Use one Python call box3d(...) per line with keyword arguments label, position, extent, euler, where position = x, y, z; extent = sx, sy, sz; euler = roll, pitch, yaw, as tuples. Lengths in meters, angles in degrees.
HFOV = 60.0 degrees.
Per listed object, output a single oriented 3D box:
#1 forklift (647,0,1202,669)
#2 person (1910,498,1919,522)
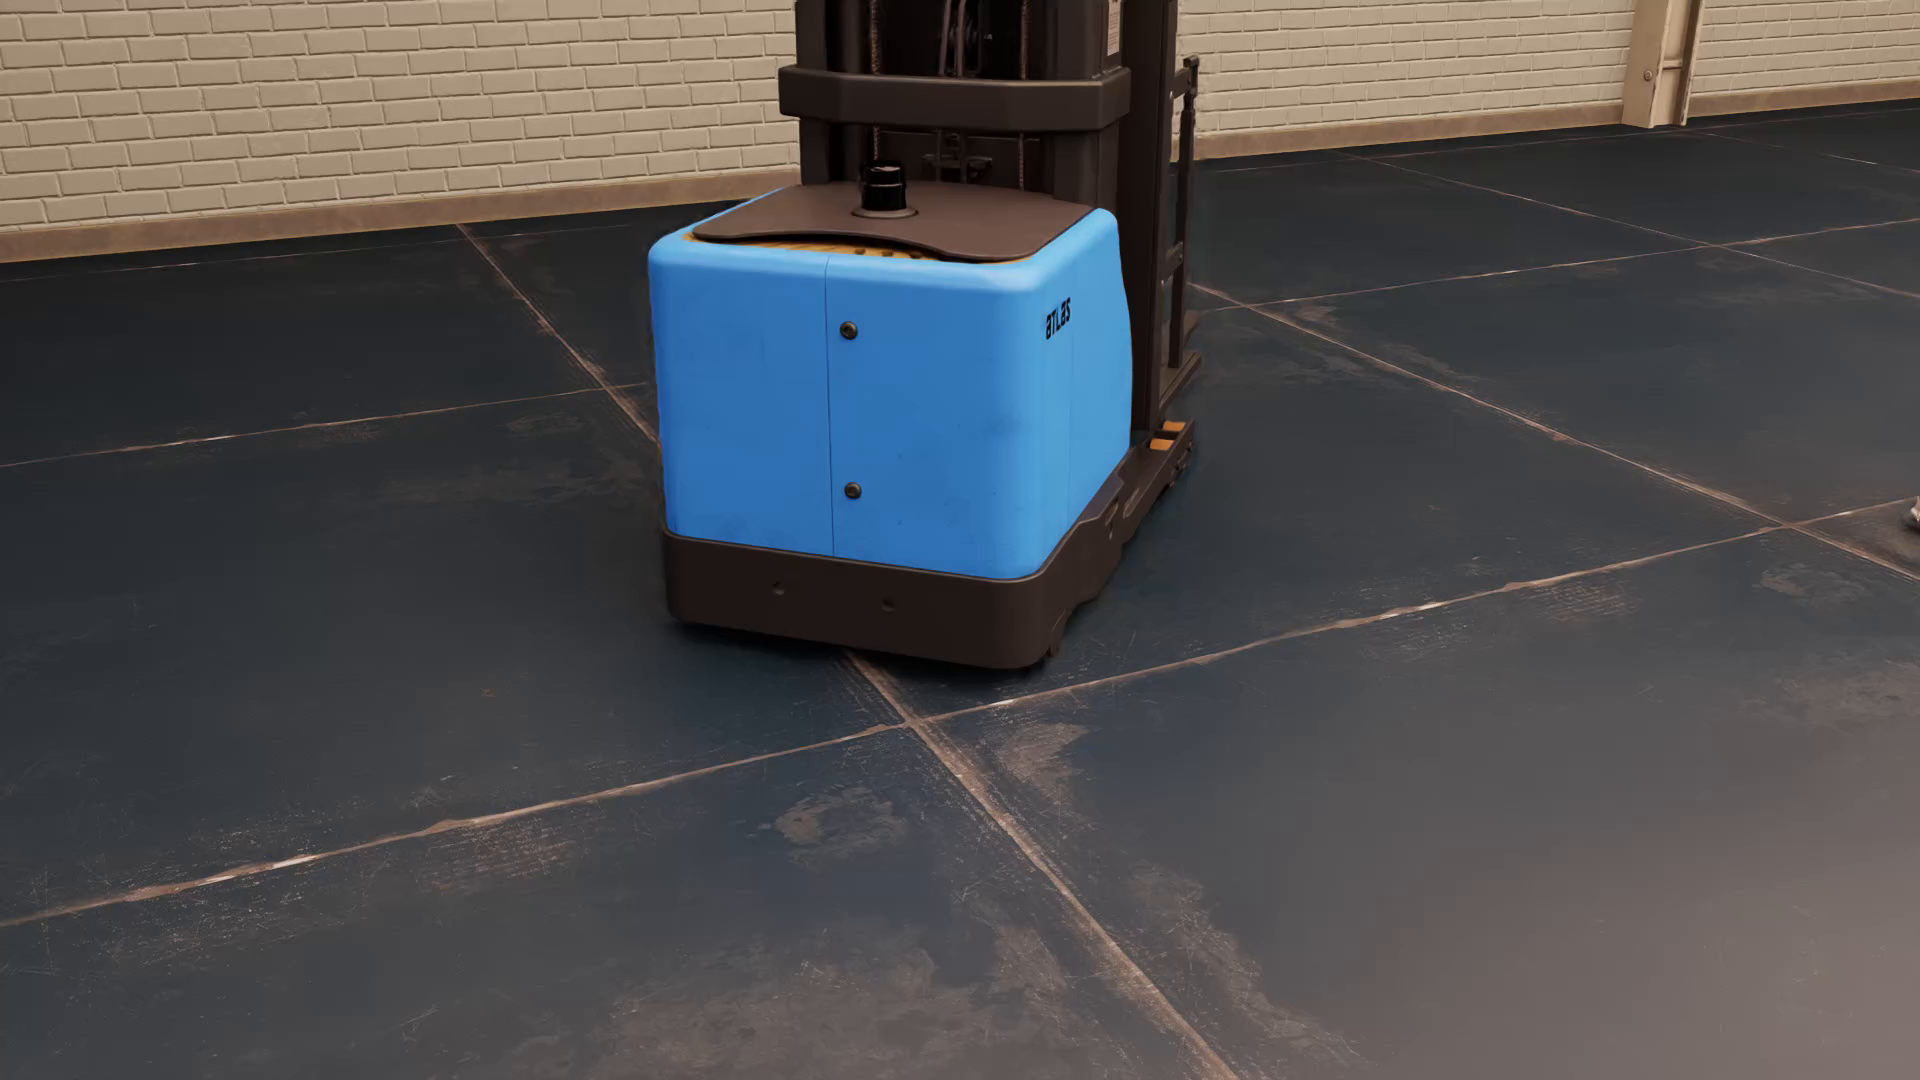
box3d(label="forklift", position=(0.168, -1.567, 5.059), extent=(1.130, 2.935, 3.031), euler=(7, 24, 17))
box3d(label="person", position=(3.127, -0.585, 4.643), extent=(0.494, 1.533, 0.914), euler=(1, 23, 3))
